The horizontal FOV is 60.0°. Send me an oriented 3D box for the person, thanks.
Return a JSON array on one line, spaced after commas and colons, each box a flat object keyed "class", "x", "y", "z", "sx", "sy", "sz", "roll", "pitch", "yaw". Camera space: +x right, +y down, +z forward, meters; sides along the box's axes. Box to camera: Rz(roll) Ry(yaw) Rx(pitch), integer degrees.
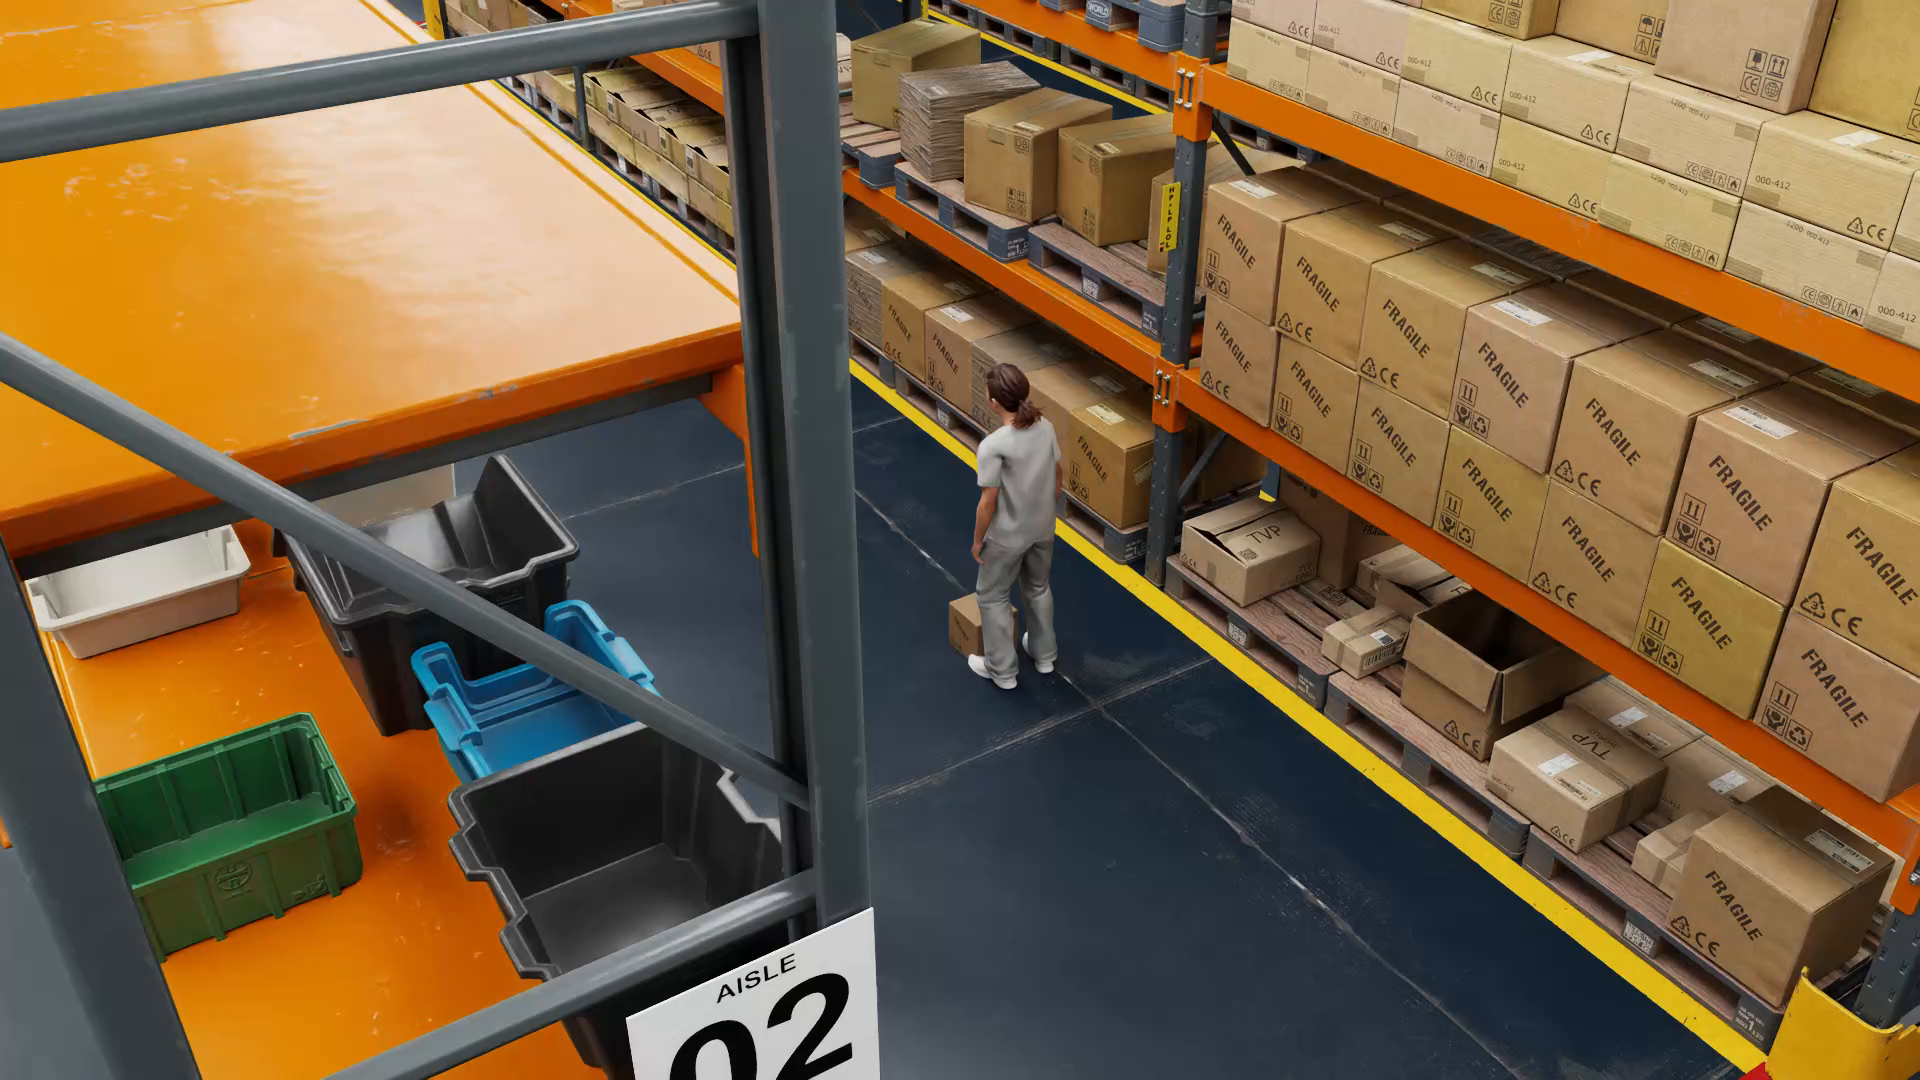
[{"class": "person", "x": 0.260, "y": -0.054, "z": 7.788, "sx": 0.499, "sy": 1.671, "sz": 0.366, "roll": -21, "pitch": 38, "yaw": -29}]
